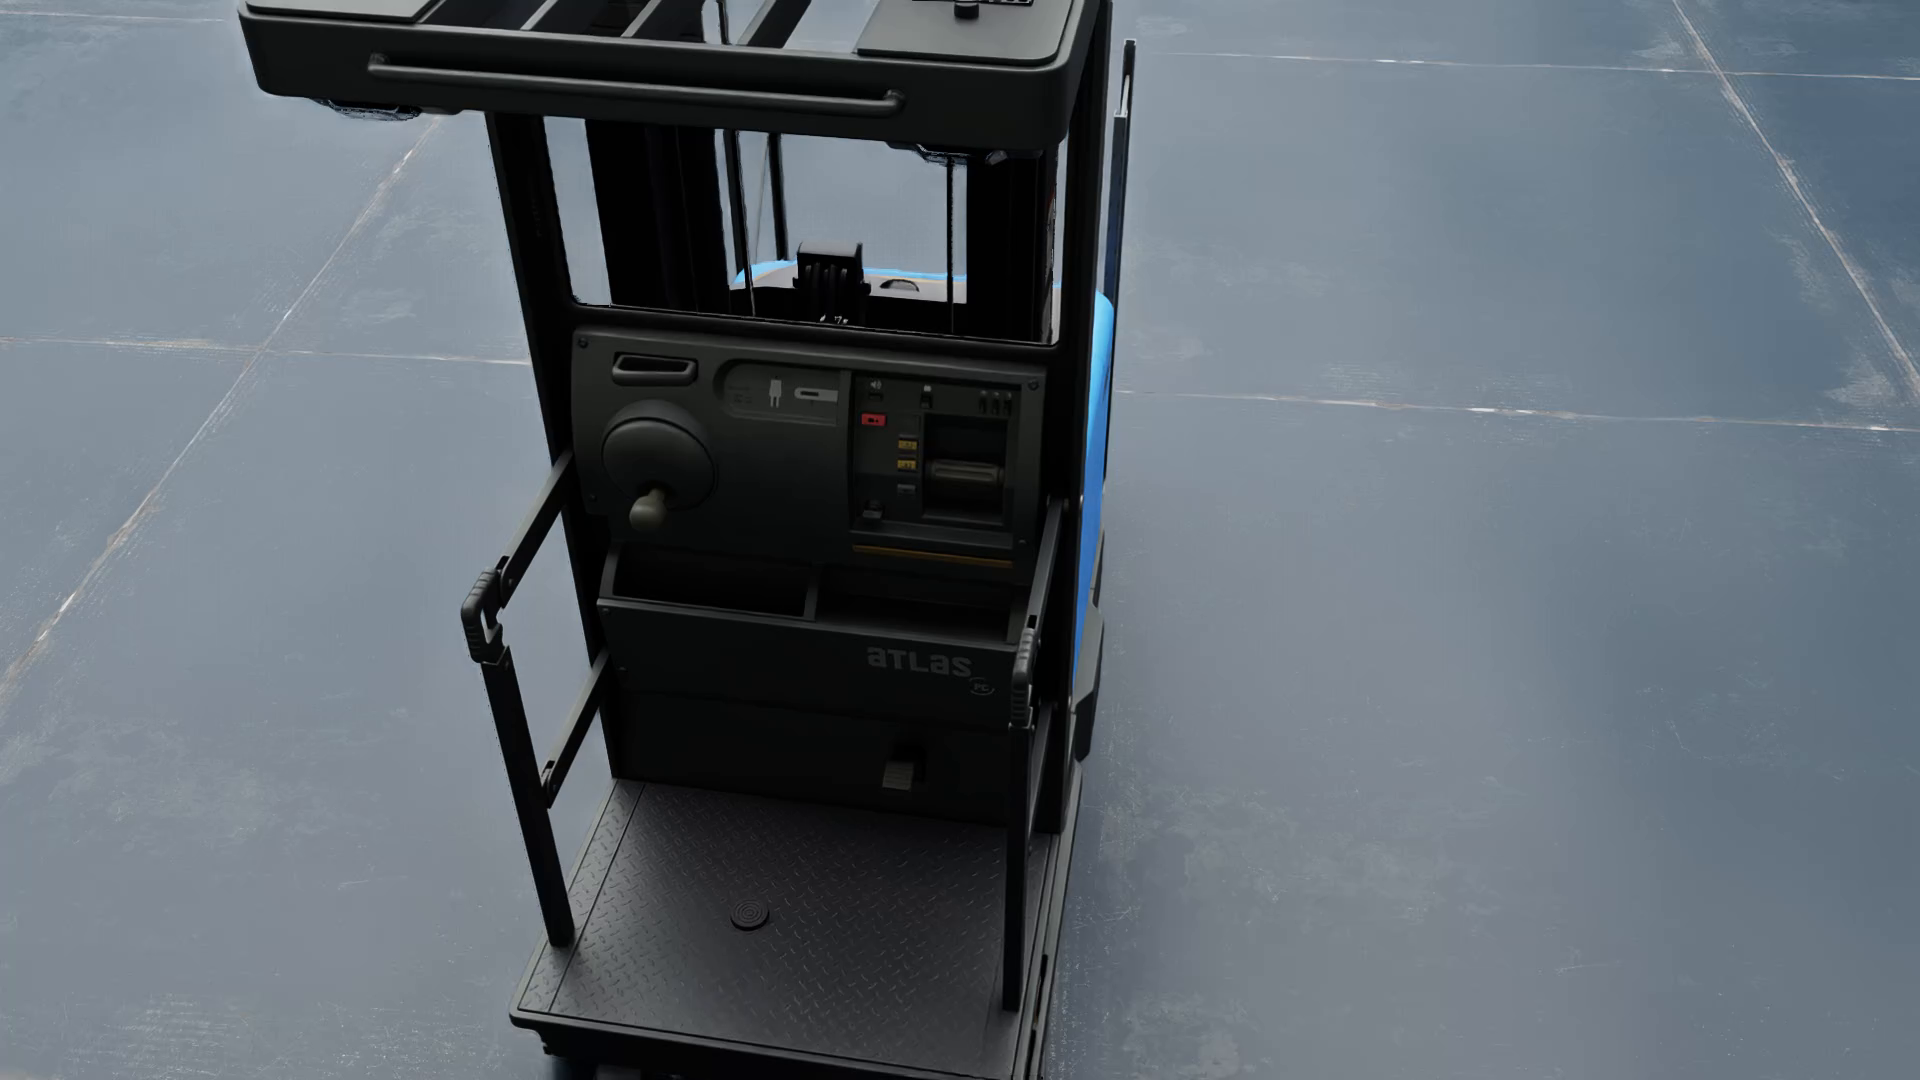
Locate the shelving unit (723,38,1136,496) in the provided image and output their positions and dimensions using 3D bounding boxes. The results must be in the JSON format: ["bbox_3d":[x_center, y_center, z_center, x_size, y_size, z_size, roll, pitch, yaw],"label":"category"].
[{"bbox_3d":[-0.068,-0.680,4.898,1.048,1.500,0.538,5,39,6],"label":"shelving unit"}]

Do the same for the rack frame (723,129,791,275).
[{"bbox_3d":[-0.572,-0.723,4.949,0.032,1.500,0.500,5,39,6],"label":"rack frame"}]

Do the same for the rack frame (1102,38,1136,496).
[{"bbox_3d":[0.436,-0.638,4.846,0.032,1.500,0.500,5,39,6],"label":"rack frame"}]

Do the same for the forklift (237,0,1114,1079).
[{"bbox_3d":[-0.335,-0.108,3.060,1.130,2.935,3.031,6,40,7],"label":"forklift"}]
